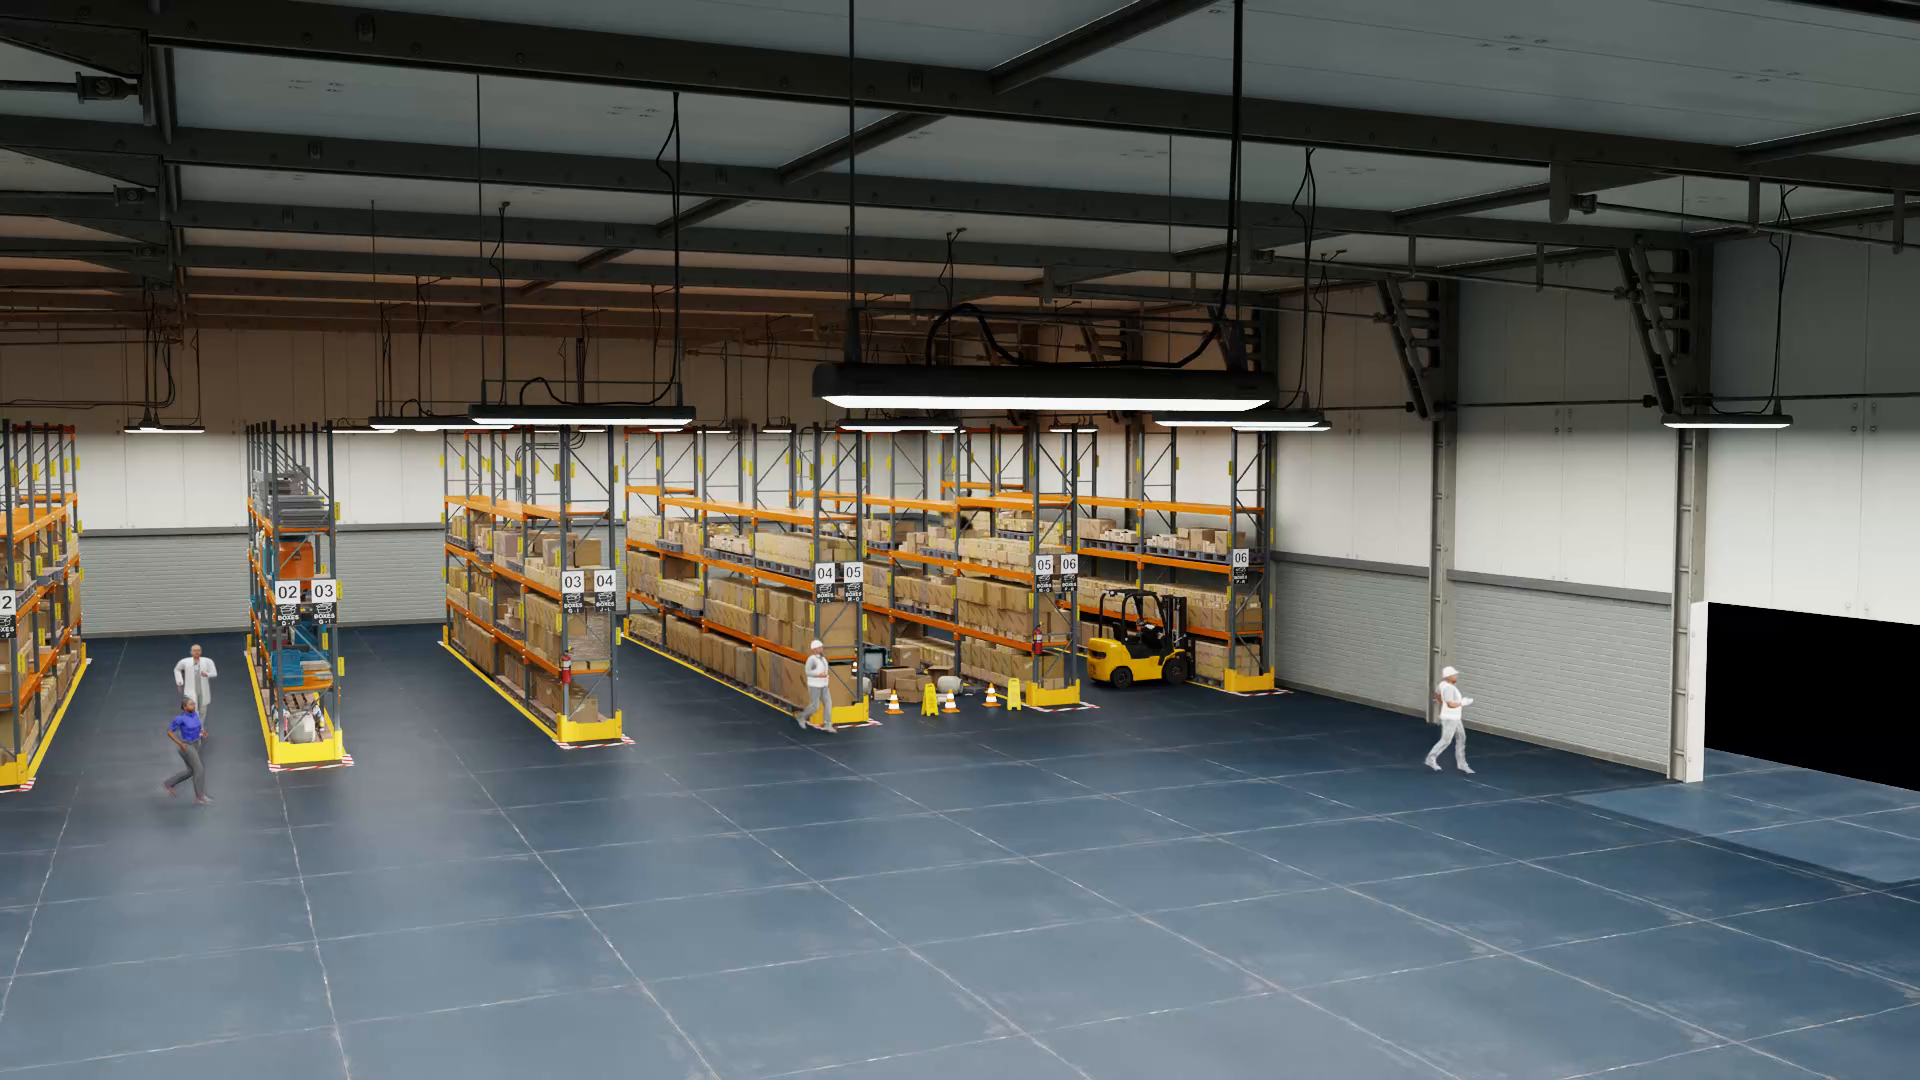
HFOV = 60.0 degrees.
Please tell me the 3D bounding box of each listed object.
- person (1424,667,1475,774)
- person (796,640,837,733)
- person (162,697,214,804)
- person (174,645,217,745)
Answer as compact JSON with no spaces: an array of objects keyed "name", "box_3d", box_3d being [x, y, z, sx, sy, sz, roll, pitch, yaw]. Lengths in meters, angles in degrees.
[{"name":"person","box_3d":[8.300,3.051,28.143,0.824,1.823,0.664,1,4,21]},{"name":"person","box_3d":[-2.773,2.827,32.146,0.850,1.793,0.681,2,4,25]},{"name":"person","box_3d":[-12.067,3.287,25.972,0.843,1.654,0.571,0,4,5]},{"name":"person","box_3d":[-14.308,2.873,31.180,0.677,1.836,0.908,-3,4,-35]}]
